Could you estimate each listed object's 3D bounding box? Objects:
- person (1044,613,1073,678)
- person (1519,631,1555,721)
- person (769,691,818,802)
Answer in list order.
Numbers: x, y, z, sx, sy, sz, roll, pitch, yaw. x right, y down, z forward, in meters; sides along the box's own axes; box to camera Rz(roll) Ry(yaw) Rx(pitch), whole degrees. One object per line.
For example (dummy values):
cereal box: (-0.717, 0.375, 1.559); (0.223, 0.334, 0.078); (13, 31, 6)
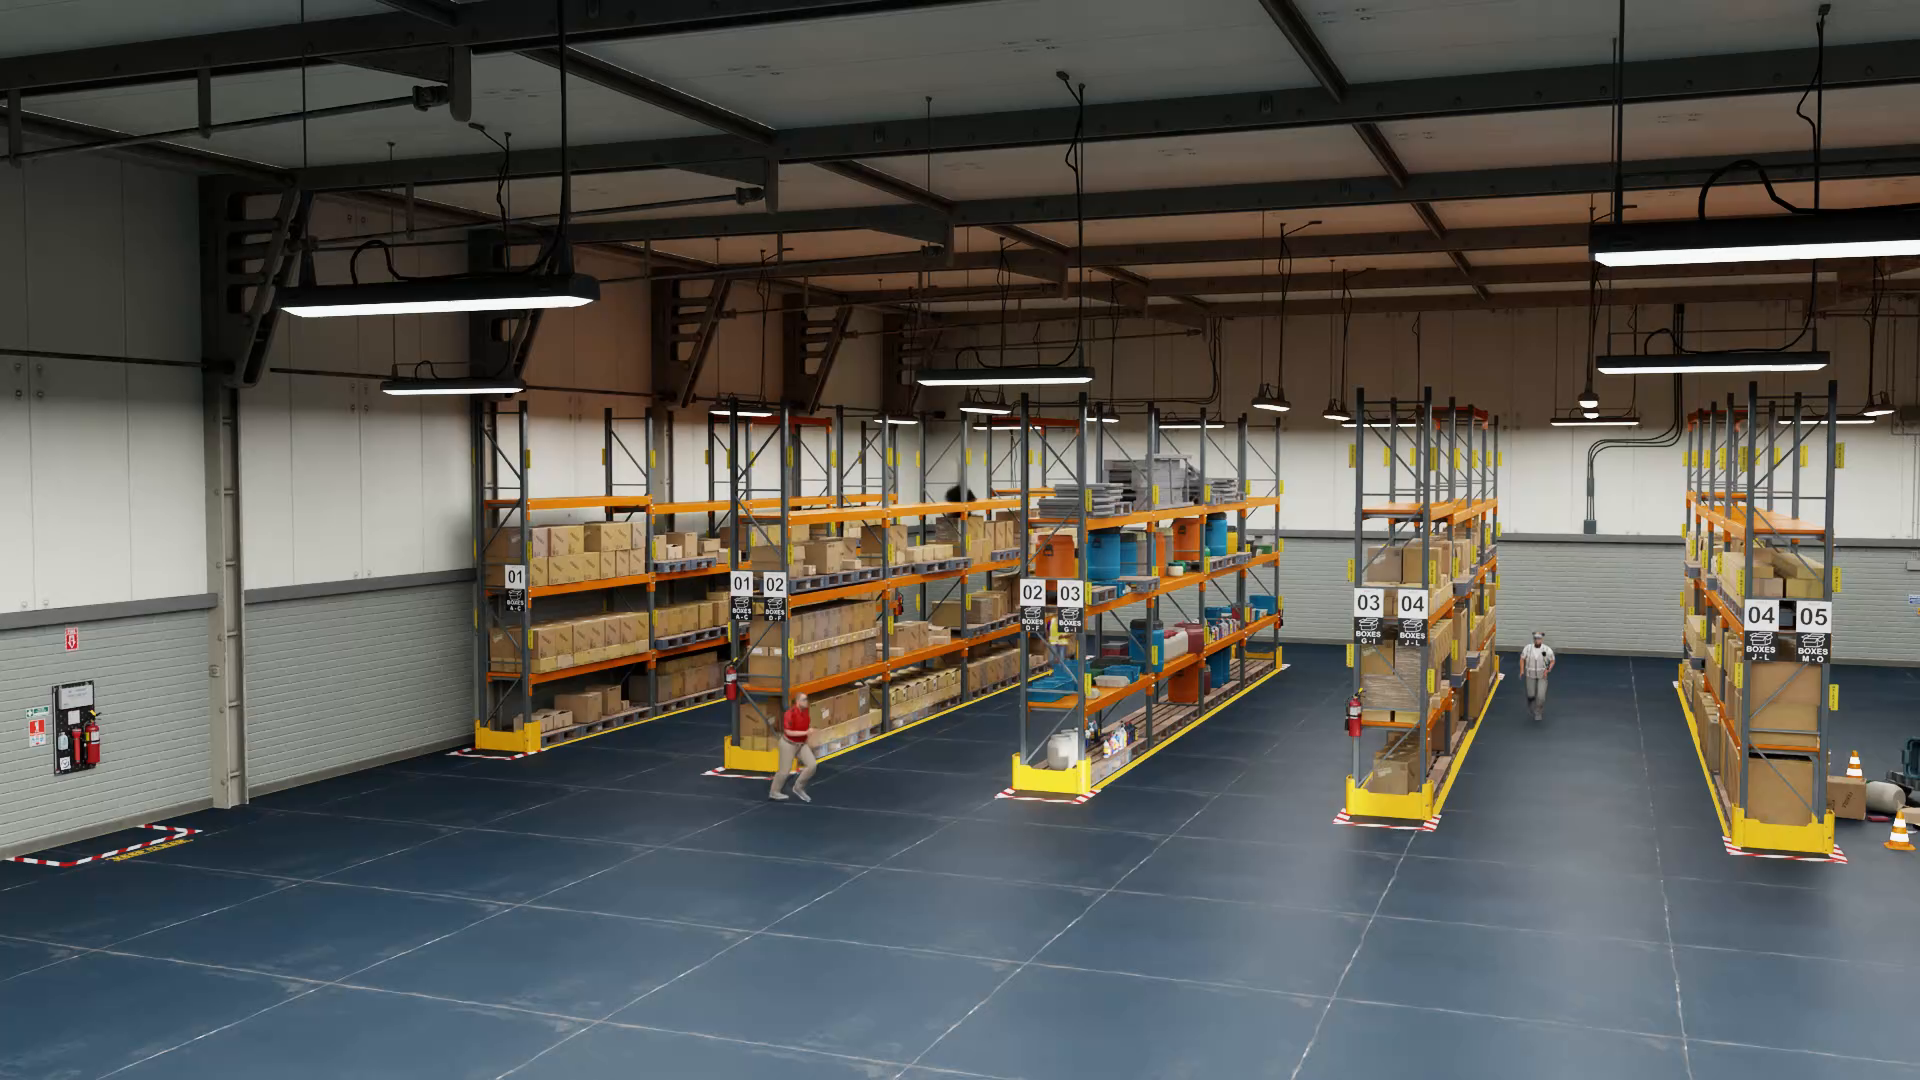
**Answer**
person: (2.169, 2.324, 36.878); (0.684, 1.720, 0.646); (1, 3, 16)
person: (11.074, 2.594, 31.907); (0.651, 1.727, 0.645); (1, 3, 21)
person: (-2.382, 3.009, 24.149); (0.956, 1.658, 0.665); (2, 4, 40)
